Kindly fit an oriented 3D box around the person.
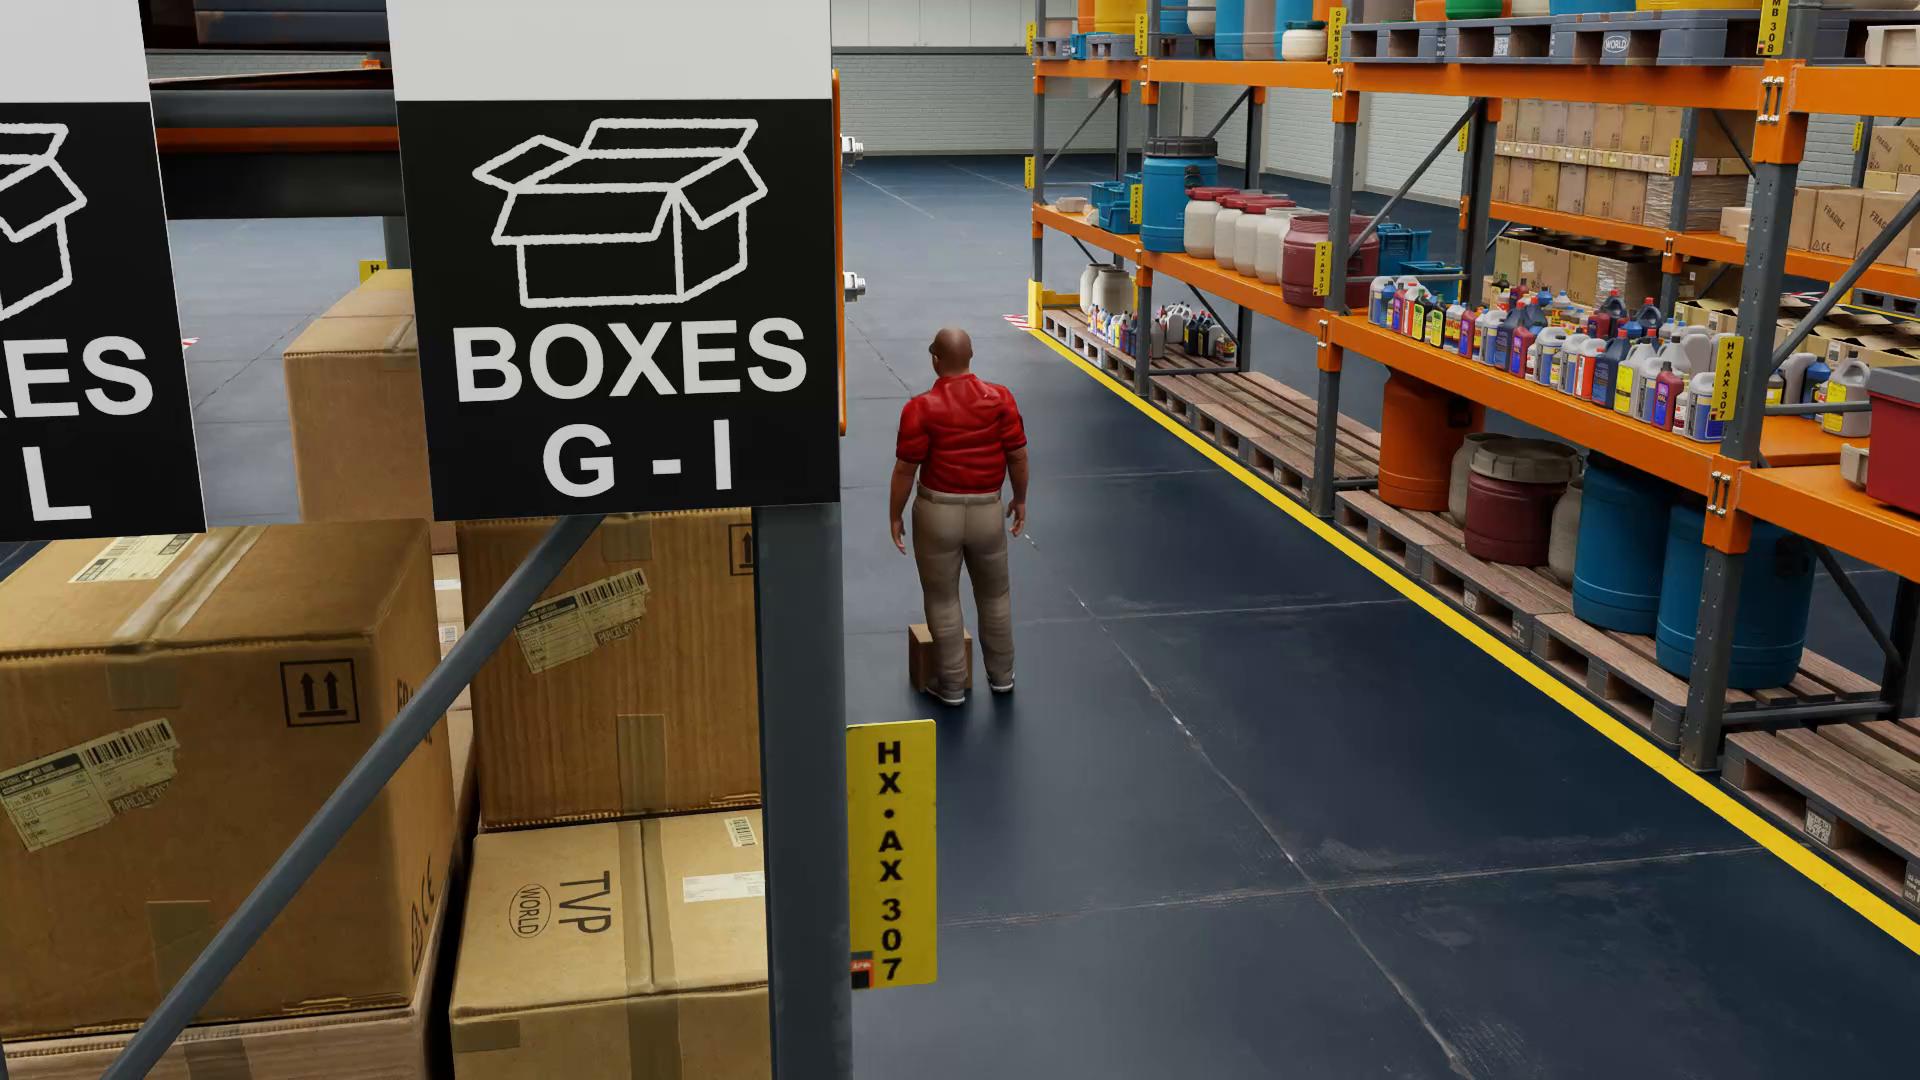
[{"bbox_3d":[-0.017,-0.115,7.428,0.640,1.728,0.551,-4,17,-12],"label":"person"}]
